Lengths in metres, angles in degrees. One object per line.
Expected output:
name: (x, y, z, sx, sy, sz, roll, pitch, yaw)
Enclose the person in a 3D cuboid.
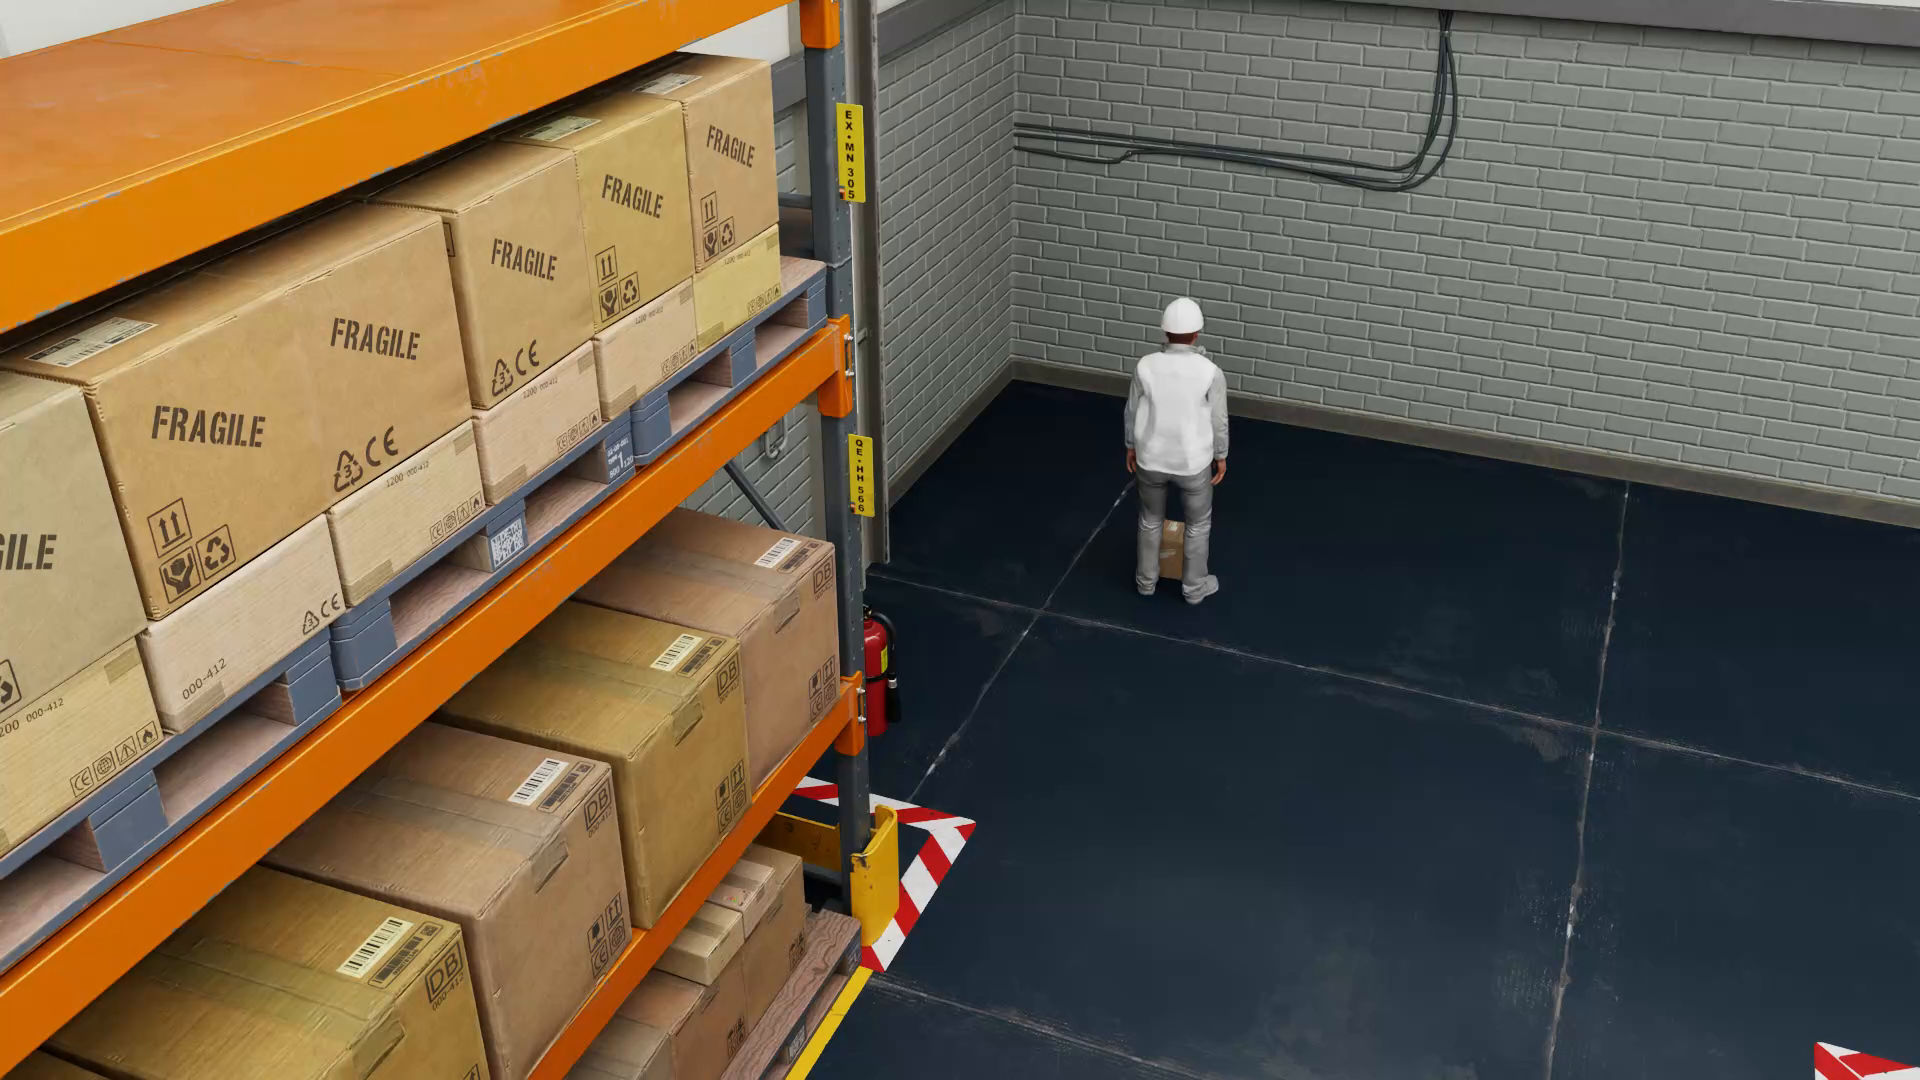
person: (1.193, -0.477, 9.220, 0.582, 1.769, 0.465, 10, 31, 17)
